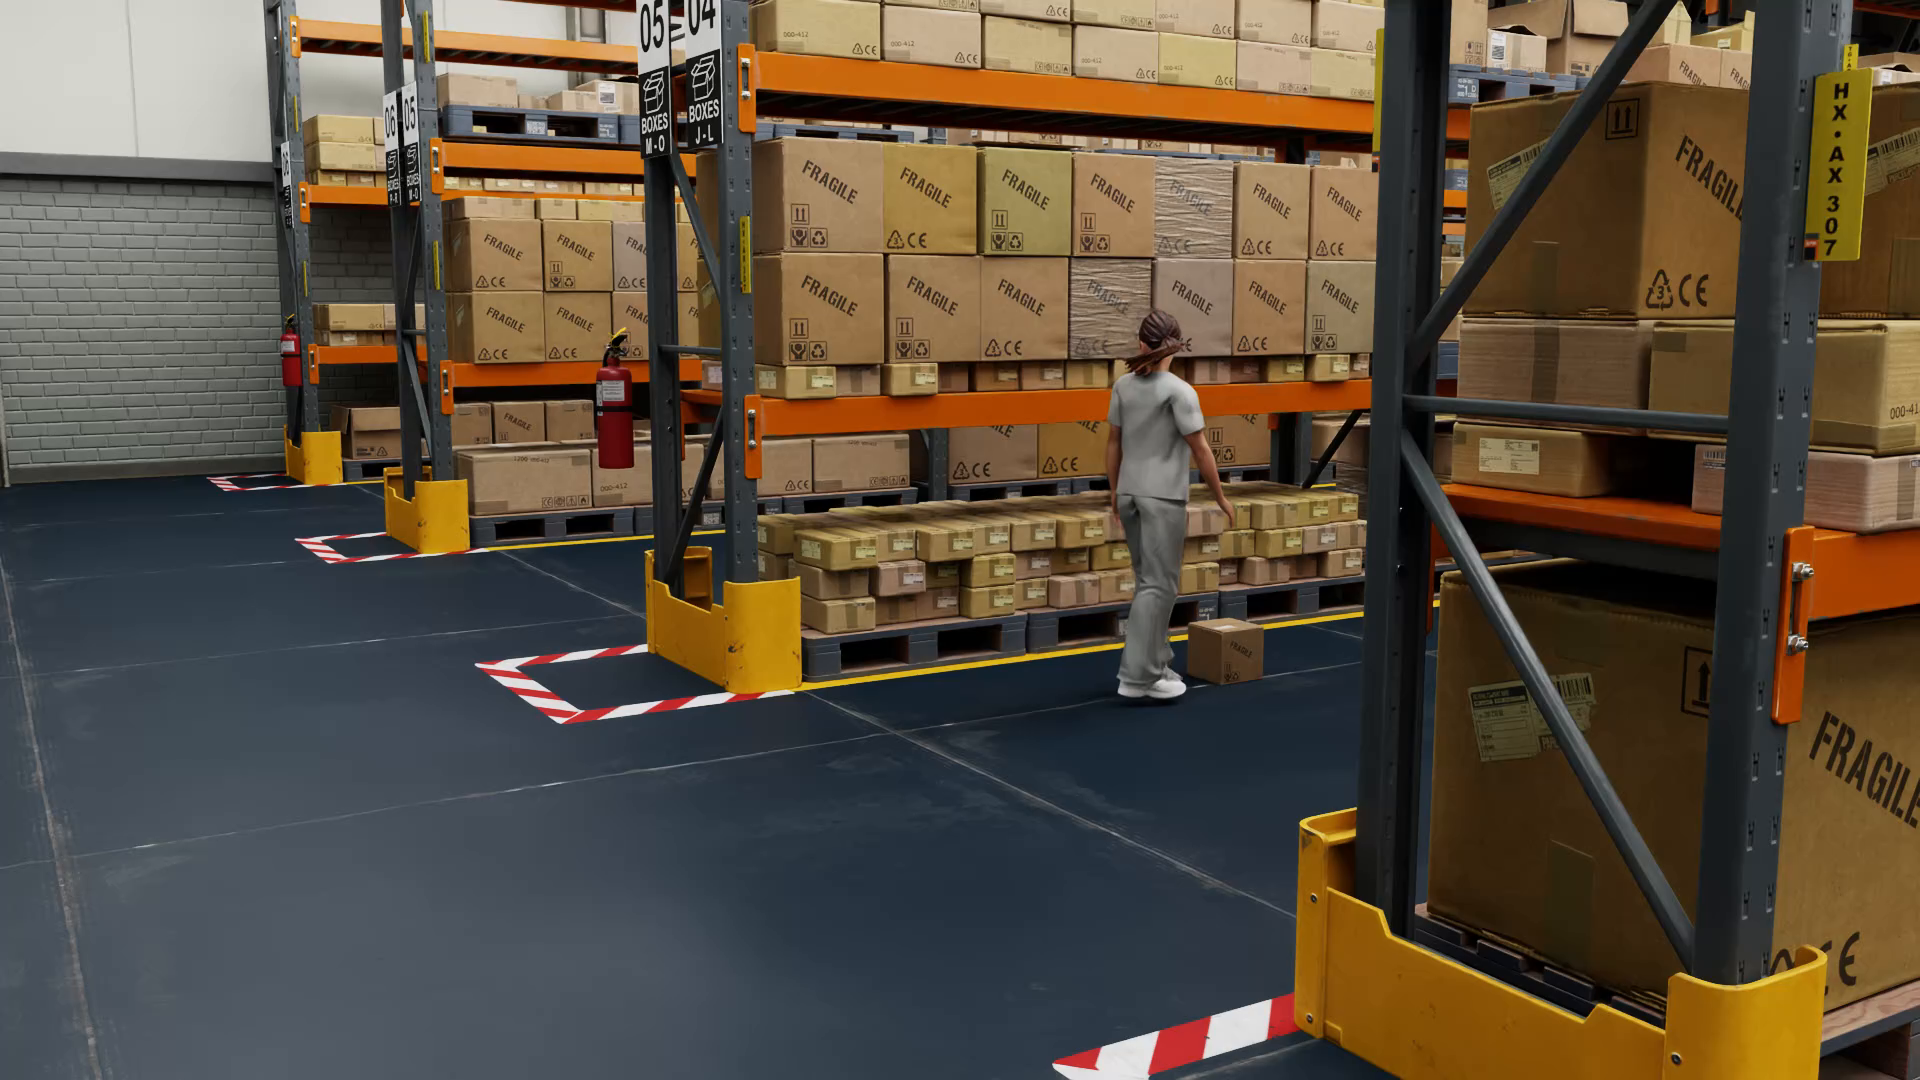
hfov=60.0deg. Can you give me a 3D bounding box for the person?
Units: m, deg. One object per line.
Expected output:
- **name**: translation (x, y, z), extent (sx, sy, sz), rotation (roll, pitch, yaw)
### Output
- **person**: translation (0.911, -0.138, 7.244), extent (0.544, 1.709, 0.494), rotation (-6, 10, -34)
